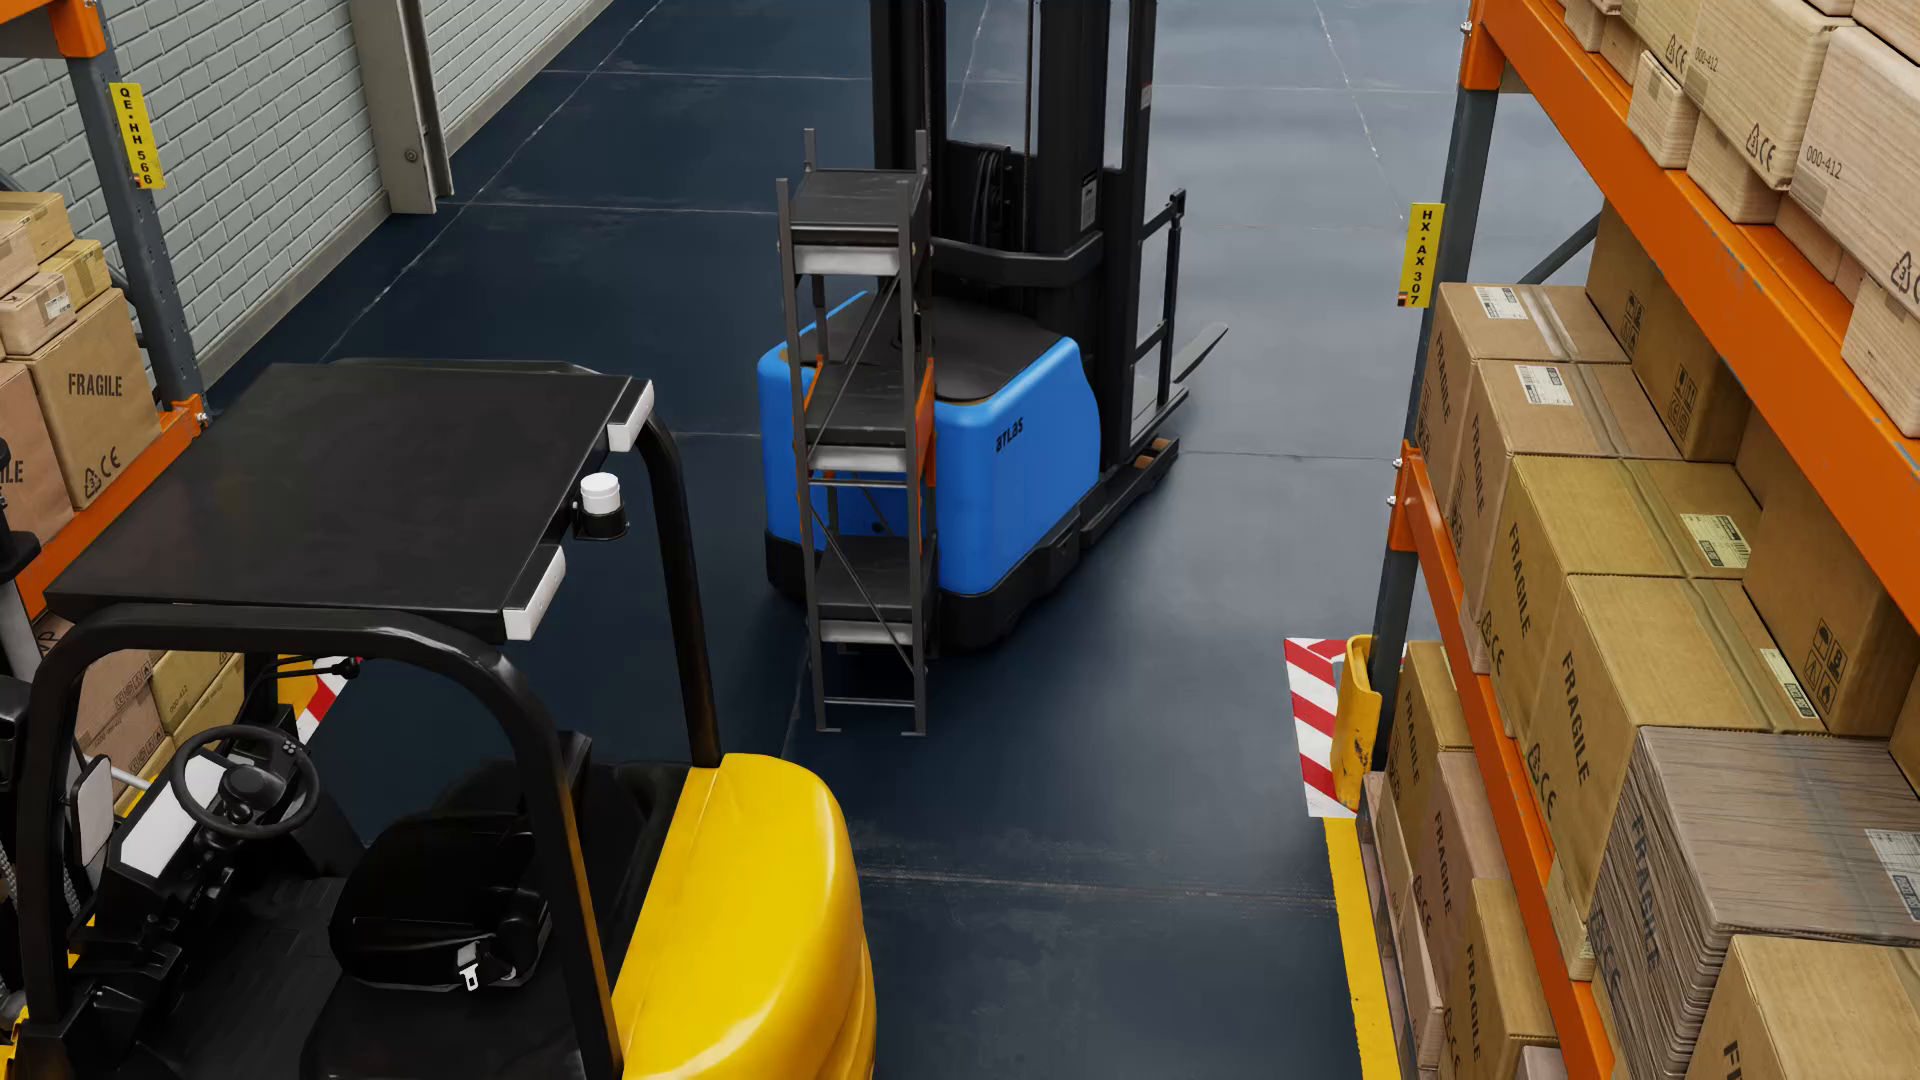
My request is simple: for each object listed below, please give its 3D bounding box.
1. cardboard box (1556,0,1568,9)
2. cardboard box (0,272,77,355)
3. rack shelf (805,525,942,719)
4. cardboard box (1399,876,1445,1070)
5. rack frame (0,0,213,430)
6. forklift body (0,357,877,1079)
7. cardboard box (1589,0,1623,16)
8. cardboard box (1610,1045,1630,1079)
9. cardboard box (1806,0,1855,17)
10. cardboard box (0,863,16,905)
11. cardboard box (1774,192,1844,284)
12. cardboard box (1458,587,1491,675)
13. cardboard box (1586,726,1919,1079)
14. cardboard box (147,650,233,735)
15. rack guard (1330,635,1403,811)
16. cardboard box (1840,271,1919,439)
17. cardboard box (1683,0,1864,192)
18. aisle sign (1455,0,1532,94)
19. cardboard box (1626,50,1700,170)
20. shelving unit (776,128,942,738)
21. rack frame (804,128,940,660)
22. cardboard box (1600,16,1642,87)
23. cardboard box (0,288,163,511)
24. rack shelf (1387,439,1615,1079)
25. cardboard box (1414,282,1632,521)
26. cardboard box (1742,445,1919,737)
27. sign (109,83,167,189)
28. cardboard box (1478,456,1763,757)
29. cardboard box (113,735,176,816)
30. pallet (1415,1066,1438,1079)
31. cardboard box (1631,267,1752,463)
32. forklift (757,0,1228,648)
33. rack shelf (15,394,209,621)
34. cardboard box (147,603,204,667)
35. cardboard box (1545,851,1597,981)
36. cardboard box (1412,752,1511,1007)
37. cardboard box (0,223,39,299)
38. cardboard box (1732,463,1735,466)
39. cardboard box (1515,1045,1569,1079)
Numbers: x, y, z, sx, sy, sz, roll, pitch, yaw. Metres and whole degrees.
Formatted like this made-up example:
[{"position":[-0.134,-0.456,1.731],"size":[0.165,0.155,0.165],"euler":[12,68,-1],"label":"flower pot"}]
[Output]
[{"position":[1.627,-1.320,3.913],"size":[0.380,0.149,0.250],"euler":[1,32,2],"label":"cardboard box"},{"position":[-2.778,-0.651,4.734],"size":[0.380,0.149,0.250],"euler":[3,32,5],"label":"cardboard box"},{"position":[-0.307,0.296,6.122],"size":[0.431,0.518,0.480],"euler":[2,32,5],"label":"rack shelf"},{"position":[1.520,1.218,4.635],"size":[0.500,0.250,0.500],"euler":[4,32,6],"label":"cardboard box"},{"position":[-3.038,-0.661,5.463],"size":[1.000,3.000,0.127],"euler":[2,32,4],"label":"rack frame"},{"position":[-1.374,0.770,3.950],"size":[2.313,2.155,1.214],"euler":[2,32,4],"label":"forklift body"},{"position":[1.553,-1.276,3.461],"size":[0.500,0.250,0.500],"euler":[2,32,3],"label":"cardboard box"},{"position":[1.386,1.036,2.950],"size":[0.380,0.149,0.250],"euler":[2,32,3],"label":"cardboard box"},{"position":[1.424,-0.858,2.404],"size":[0.380,0.149,0.250],"euler":[3,32,5],"label":"cardboard box"},{"position":[-2.838,0.919,4.644],"size":[0.500,0.250,0.500],"euler":[2,32,3],"label":"cardboard box"},{"position":[1.527,-0.511,2.601],"size":[0.380,0.149,0.250],"euler":[2,32,4],"label":"cardboard box"},{"position":[1.501,0.224,4.267],"size":[0.380,0.149,0.250],"euler":[3,32,5],"label":"cardboard box"},{"position":[1.445,0.688,2.896],"size":[0.500,0.500,0.500],"euler":[3,32,5],"label":"cardboard box"},{"position":[-2.766,0.386,5.508],"size":[0.500,0.250,0.500],"euler":[2,32,3],"label":"cardboard box"},{"position":[1.904,0.653,5.713],"size":[1.175,0.500,0.348],"euler":[2,32,4],"label":"rack guard"},{"position":[1.404,-0.244,2.168],"size":[0.380,0.149,0.250],"euler":[3,32,5],"label":"cardboard box"},{"position":[1.474,-0.738,2.588],"size":[0.500,0.250,0.500],"euler":[3,32,5],"label":"cardboard box"},{"position":[1.606,-1.603,4.514],"size":[0.394,0.787,0.004],"euler":[2,32,4],"label":"aisle sign"},{"position":[1.458,-0.785,3.045],"size":[0.380,0.149,0.250],"euler":[3,32,5],"label":"cardboard box"},{"position":[-0.317,-0.312,5.749],"size":[0.431,2.100,0.503],"euler":[2,32,5],"label":"shelving unit"},{"position":[-0.294,-0.439,5.956],"size":[0.400,2.100,0.015],"euler":[2,32,5],"label":"rack frame"},{"position":[1.576,-1.052,3.479],"size":[0.380,0.149,0.250],"euler":[2,32,4],"label":"cardboard box"},{"position":[-2.816,-0.435,5.001],"size":[0.500,0.500,0.500],"euler":[2,32,3],"label":"cardboard box"},{"position":[1.747,0.902,3.614],"size":[1.077,0.370,4.000],"euler":[2,32,4],"label":"rack shelf"},{"position":[1.595,-0.384,4.635],"size":[0.500,0.500,0.500],"euler":[2,32,3],"label":"cardboard box"},{"position":[1.919,0.021,3.024],"size":[0.700,0.500,0.500],"euler":[2,32,4],"label":"cardboard box"},{"position":[-2.498,-1.224,5.047],"size":[0.100,0.325,0.005],"euler":[2,32,4],"label":"sign"},{"position":[1.516,0.154,3.763],"size":[0.500,0.500,0.500],"euler":[2,32,3],"label":"cardboard box"},{"position":[-2.811,0.850,5.232],"size":[0.500,0.250,0.500],"euler":[2,32,4],"label":"cardboard box"},{"position":[1.700,1.836,4.070],"size":[1.003,0.211,1.213],"euler":[2,32,4],"label":"pallet"},{"position":[2.037,-0.505,3.878],"size":[0.700,0.500,0.500],"euler":[3,32,4],"label":"cardboard box"},{"position":[0.365,-1.574,7.011],"size":[1.130,2.935,3.031],"euler":[16,35,25],"label":"forklift"},{"position":[-3.200,0.692,3.955],"size":[1.077,0.370,4.000],"euler":[2,32,4],"label":"rack shelf"},{"position":[-2.764,0.160,5.399],"size":[0.500,0.250,0.500],"euler":[3,32,6],"label":"cardboard box"},{"position":[1.422,0.767,3.386],"size":[0.380,0.149,0.250],"euler":[3,32,4],"label":"cardboard box"},{"position":[1.529,0.918,4.407],"size":[0.500,0.500,0.500],"euler":[1,32,2],"label":"cardboard box"},{"position":[-2.846,-0.779,4.658],"size":[0.380,0.149,0.250],"euler":[3,32,4],"label":"cardboard box"},{"position":[2.095,-0.062,4.113],"size":[0.500,0.500,0.500],"euler":[3,32,4],"label":"cardboard box"},{"position":[1.445,1.460,3.528],"size":[0.500,0.500,0.500],"euler":[4,32,7],"label":"cardboard box"}]
